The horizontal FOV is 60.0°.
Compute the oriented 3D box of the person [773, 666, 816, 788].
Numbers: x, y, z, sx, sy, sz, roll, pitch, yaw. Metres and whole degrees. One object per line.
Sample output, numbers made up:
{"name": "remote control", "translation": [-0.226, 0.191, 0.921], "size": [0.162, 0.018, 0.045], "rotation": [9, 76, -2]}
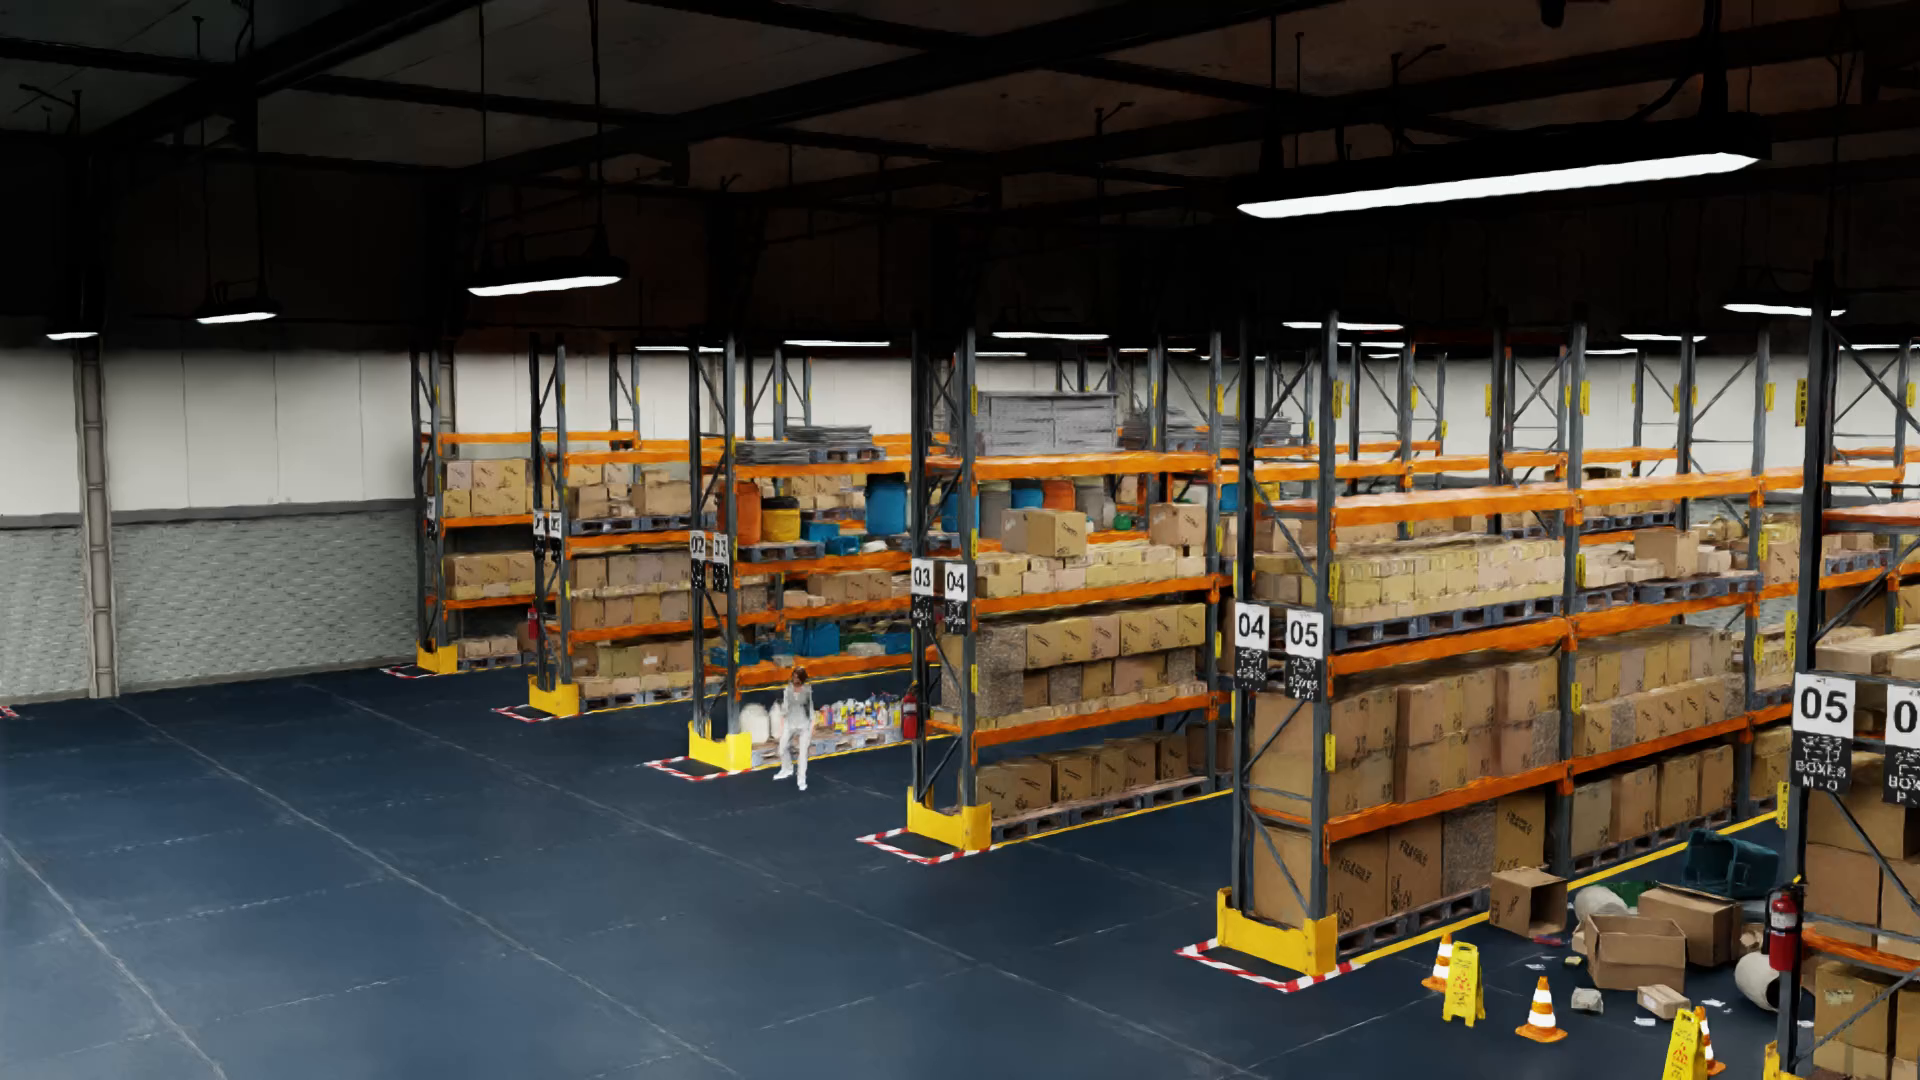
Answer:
{"name": "person", "translation": [-2.154, 2.392, 21.425], "size": [0.587, 1.588, 0.469], "rotation": [1, 5, 7]}
